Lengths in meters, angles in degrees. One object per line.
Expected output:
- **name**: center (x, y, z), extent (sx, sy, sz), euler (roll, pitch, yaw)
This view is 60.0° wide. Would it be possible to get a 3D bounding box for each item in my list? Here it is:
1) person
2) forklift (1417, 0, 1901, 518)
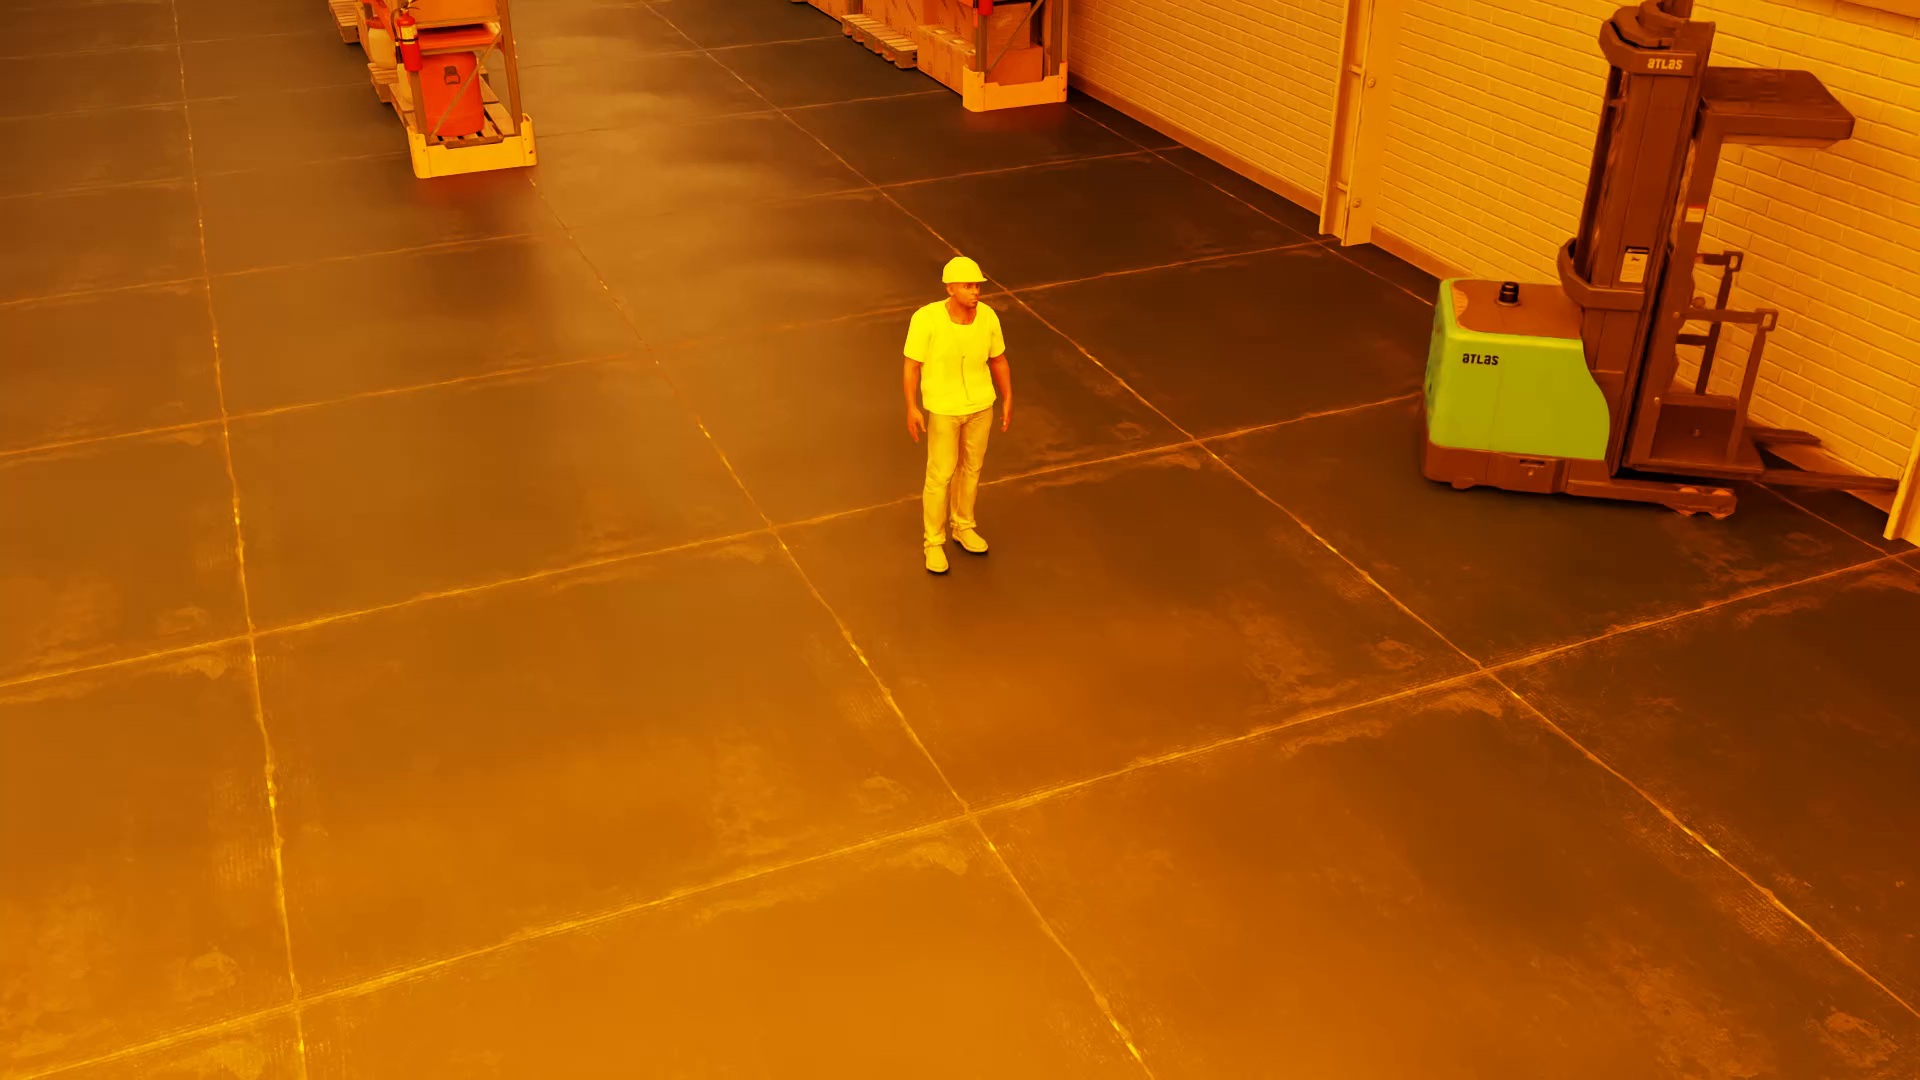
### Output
- **person**: center (0.022, -0.740, 9.573), extent (0.665, 1.765, 0.577), euler (-12, 32, -20)
- **forklift**: center (4.537, -1.699, 10.091), extent (3.031, 2.935, 1.130), euler (6, 30, 10)
